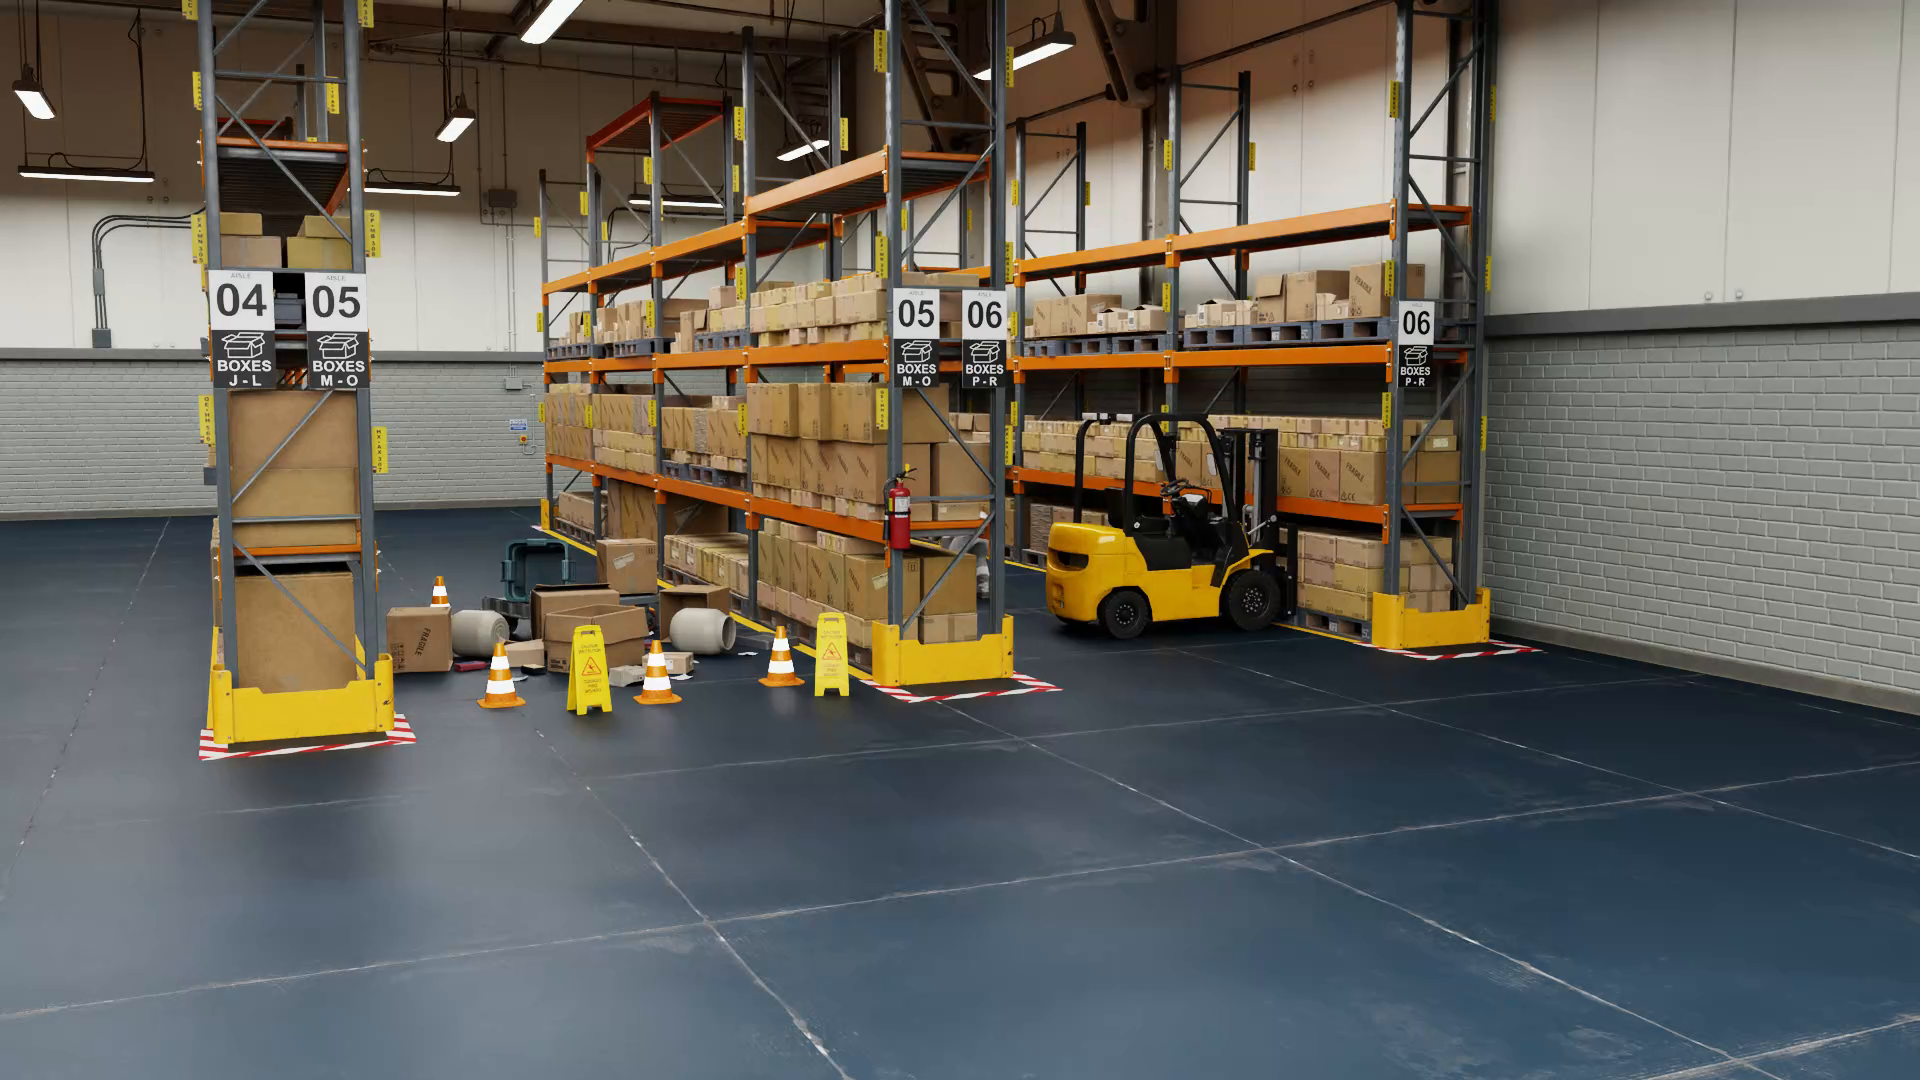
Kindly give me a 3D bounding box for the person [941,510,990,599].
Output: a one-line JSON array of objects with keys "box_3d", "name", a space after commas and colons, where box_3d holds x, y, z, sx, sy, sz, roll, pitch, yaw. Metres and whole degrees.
[{"box_3d": [0.050, 0.143, 19.135, 0.525, 1.024, 0.955, -3, 6, -26], "name": "person"}]
